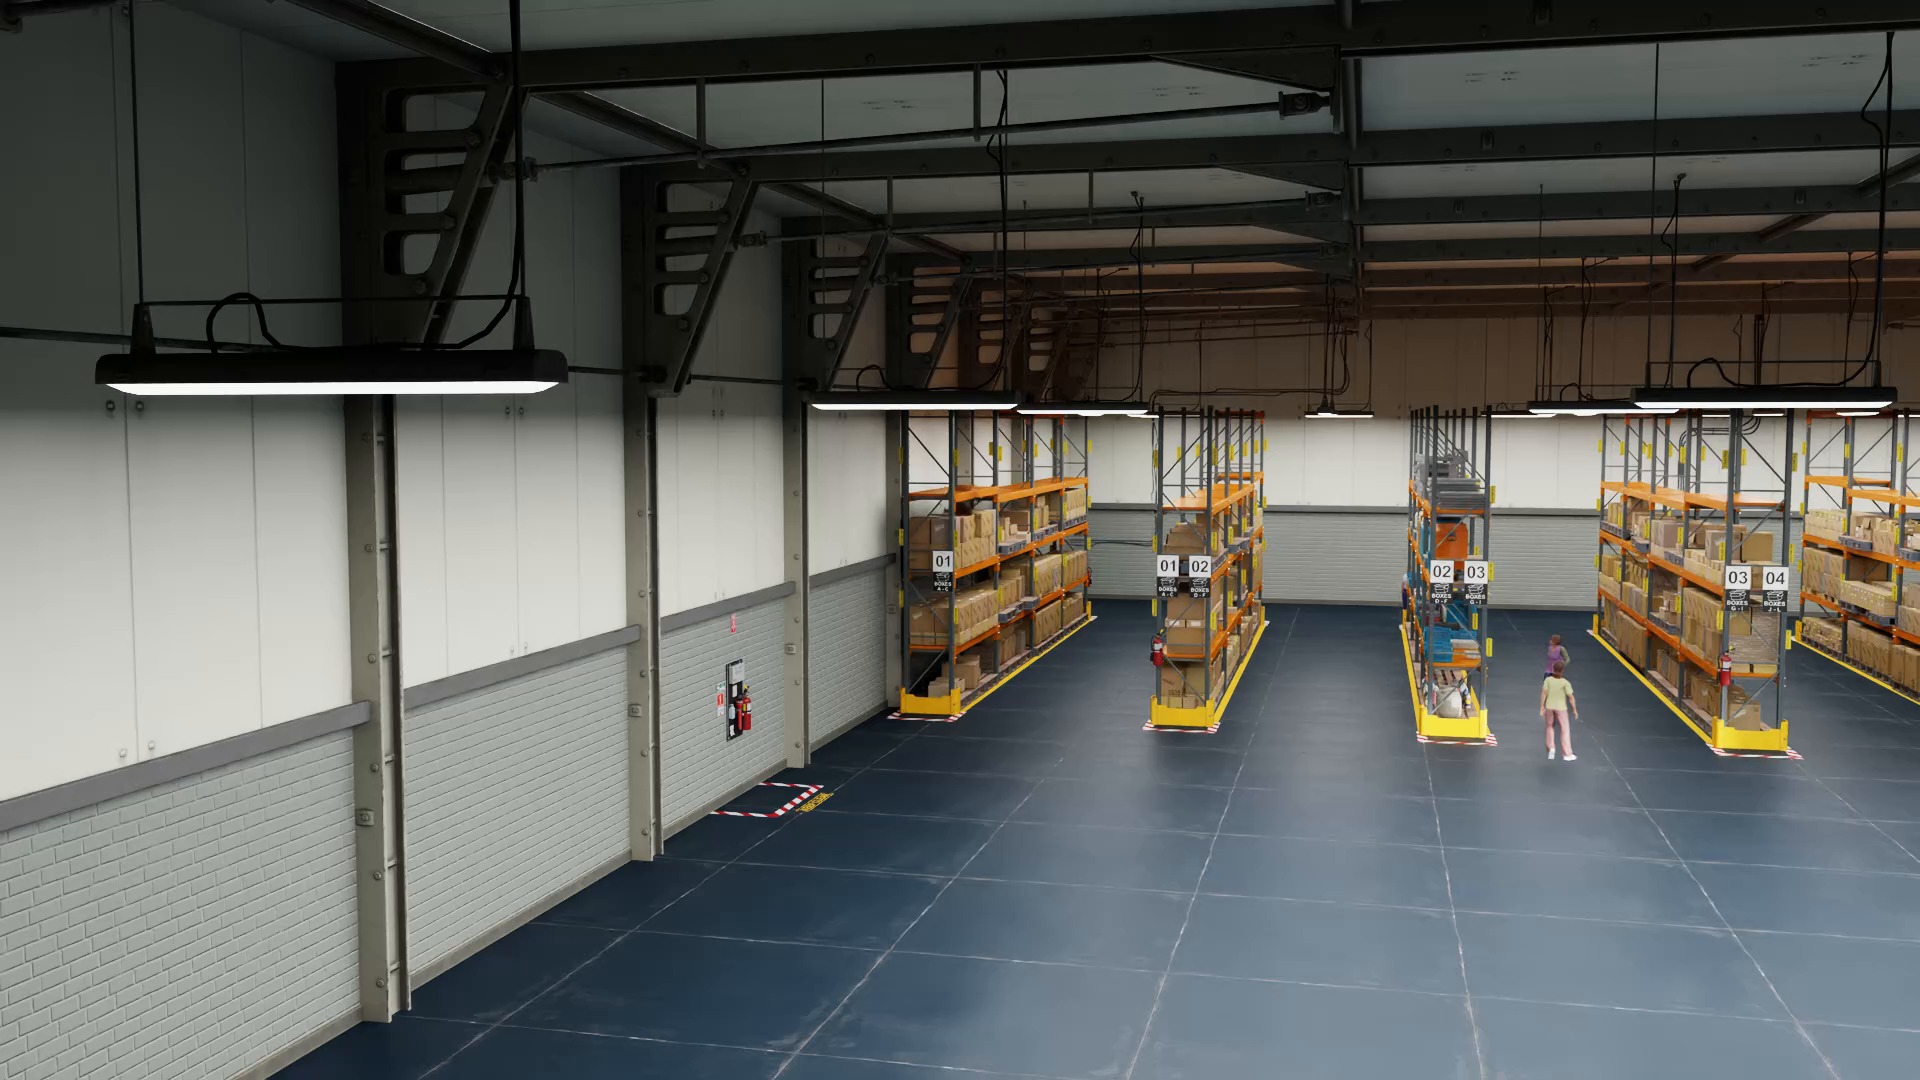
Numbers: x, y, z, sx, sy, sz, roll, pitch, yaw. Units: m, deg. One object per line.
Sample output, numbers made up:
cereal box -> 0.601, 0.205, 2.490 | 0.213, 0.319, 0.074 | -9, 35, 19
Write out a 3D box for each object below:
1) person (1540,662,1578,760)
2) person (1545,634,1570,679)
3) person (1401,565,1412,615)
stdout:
person -> 10.090, 2.869, 27.974 | 0.567, 1.672, 0.534 | 4, 5, 40
person -> 11.688, 2.620, 32.549 | 0.463, 1.581, 0.669 | 1, 4, 20
person -> 12.716, 1.542, 46.953 | 0.496, 1.637, 0.453 | 0, 4, 4
